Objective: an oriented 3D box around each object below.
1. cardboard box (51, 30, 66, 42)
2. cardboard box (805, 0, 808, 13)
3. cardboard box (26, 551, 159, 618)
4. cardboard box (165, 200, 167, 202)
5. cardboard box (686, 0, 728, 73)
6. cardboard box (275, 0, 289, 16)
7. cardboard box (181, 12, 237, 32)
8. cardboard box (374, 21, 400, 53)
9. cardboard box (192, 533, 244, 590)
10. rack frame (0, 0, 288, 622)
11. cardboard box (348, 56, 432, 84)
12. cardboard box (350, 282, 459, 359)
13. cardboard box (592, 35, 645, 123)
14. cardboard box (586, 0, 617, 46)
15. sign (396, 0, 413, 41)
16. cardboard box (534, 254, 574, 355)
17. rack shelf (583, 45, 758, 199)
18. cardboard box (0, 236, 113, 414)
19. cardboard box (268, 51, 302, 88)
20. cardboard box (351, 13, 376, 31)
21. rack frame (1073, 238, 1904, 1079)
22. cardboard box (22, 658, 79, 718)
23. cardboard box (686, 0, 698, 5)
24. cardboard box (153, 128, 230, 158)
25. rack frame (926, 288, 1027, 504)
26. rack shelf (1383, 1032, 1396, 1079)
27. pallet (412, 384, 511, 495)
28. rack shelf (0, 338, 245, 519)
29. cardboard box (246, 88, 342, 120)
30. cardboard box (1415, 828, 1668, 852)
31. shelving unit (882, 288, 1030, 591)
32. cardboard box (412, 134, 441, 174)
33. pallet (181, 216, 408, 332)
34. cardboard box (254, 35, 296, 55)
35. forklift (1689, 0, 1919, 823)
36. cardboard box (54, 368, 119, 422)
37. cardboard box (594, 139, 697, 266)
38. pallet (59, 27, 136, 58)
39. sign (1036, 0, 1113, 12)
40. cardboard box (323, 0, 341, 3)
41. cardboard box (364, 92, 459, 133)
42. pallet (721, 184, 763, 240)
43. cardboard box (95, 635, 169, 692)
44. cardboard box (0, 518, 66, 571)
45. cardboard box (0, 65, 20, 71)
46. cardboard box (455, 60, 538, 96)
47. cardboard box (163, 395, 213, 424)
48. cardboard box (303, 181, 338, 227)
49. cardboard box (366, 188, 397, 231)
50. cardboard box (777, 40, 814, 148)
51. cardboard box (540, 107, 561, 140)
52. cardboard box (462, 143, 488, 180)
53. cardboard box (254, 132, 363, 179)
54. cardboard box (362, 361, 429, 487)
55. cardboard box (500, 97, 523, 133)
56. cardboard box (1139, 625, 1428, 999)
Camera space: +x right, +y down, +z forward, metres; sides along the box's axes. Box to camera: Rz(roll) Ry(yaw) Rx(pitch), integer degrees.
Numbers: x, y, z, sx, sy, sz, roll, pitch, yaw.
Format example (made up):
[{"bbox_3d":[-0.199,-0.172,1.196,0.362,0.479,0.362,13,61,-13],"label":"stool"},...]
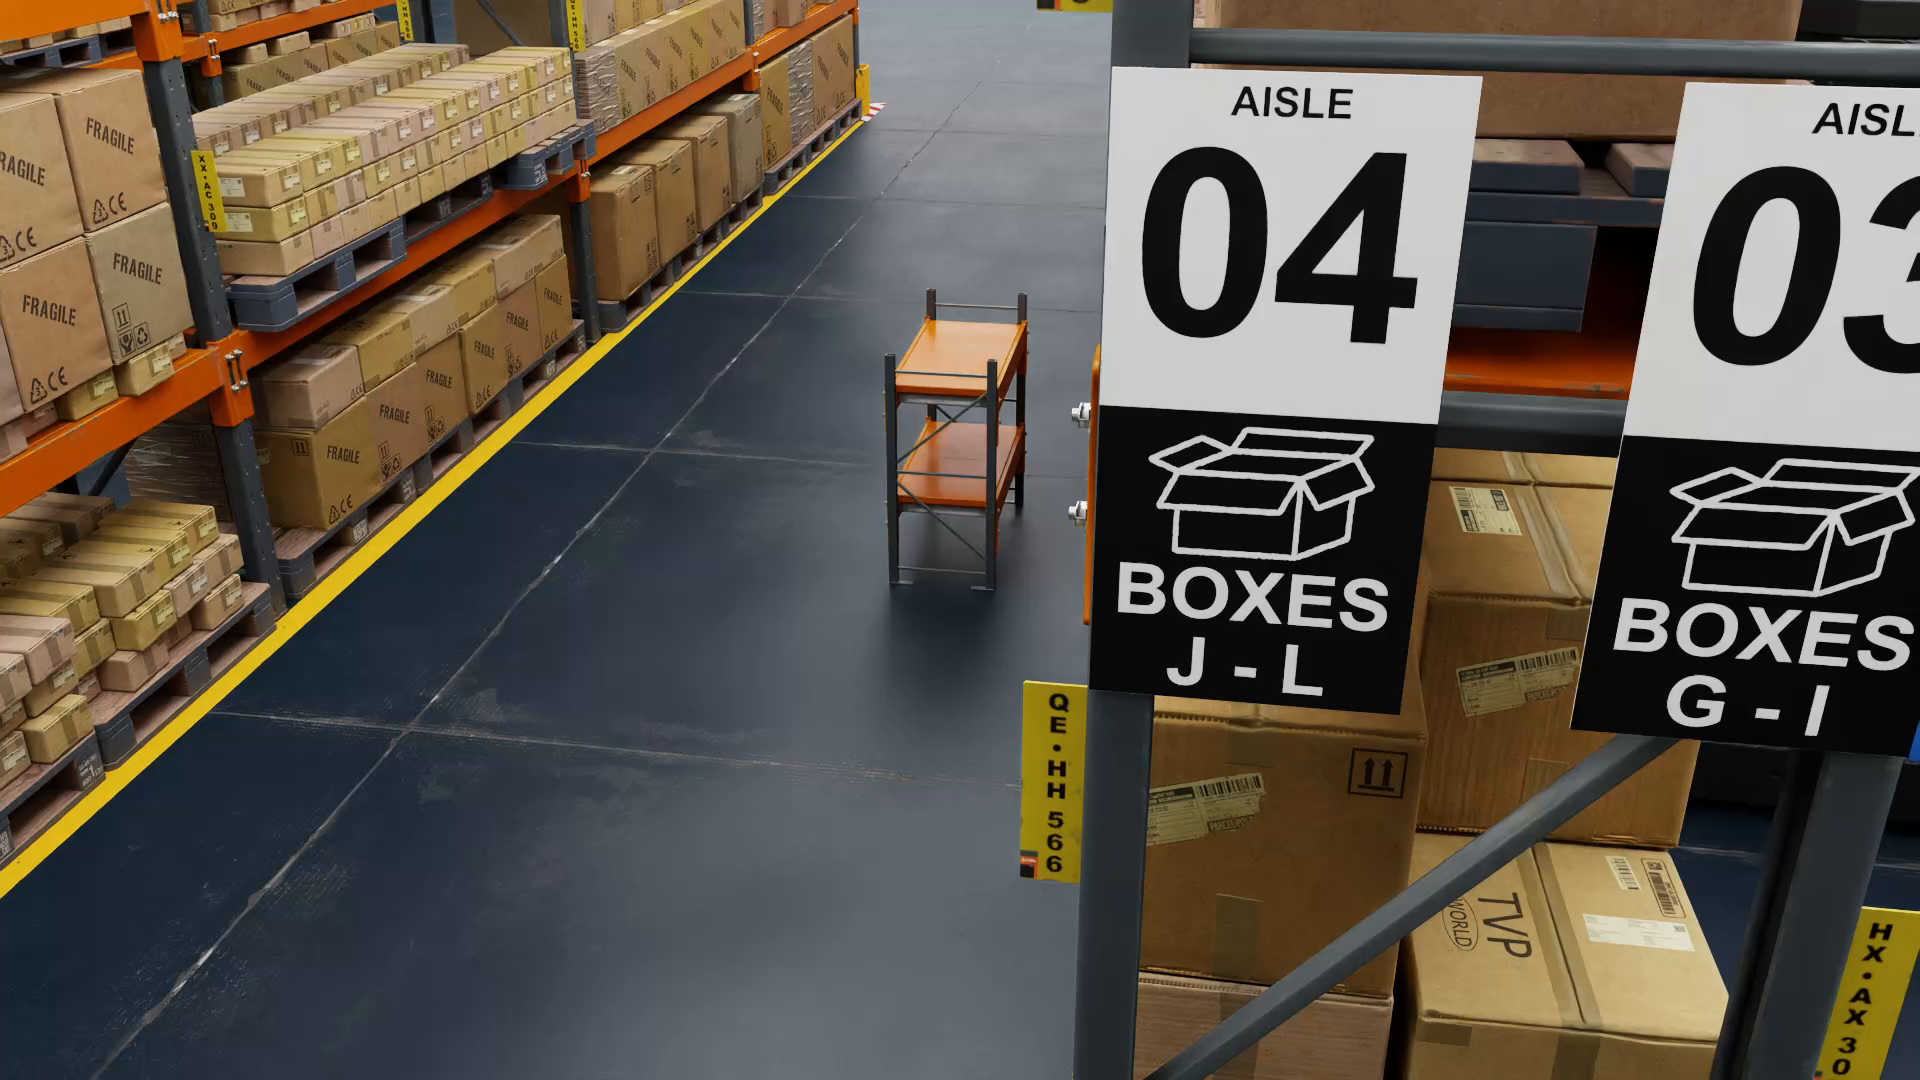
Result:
[{"bbox_3d":[-7.284,-4.000,13.058,0.380,0.149,0.250,3,25,7],"label":"cardboard box"},{"bbox_3d":[-1.938,-5.287,15.830,0.875,0.550,0.500,4,25,9],"label":"cardboard box"},{"bbox_3d":[-3.391,0.173,6.509,0.380,0.149,0.250,4,25,8],"label":"cardboard box"},{"bbox_3d":[-3.684,-1.431,7.219,0.380,0.149,0.250,5,26,10],"label":"cardboard box"},{"bbox_3d":[-2.151,-3.983,13.103,0.500,0.500,0.500,4,25,8],"label":"cardboard box"},{"bbox_3d":[-6.688,-5.119,15.945,0.380,0.149,0.250,4,25,8],"label":"cardboard box"},{"bbox_3d":[-6.778,-4.682,15.011,0.380,0.149,0.250,4,25,8],"label":"cardboard box"},{"bbox_3d":[-6.366,-5.291,17.879,0.500,0.500,0.500,4,25,9],"label":"cardboard box"},{"bbox_3d":[-3.292,0.080,7.057,0.380,0.149,0.250,5,25,10],"label":"cardboard box"},{"bbox_3d":[-3.554,-1.040,6.934,1.000,3.000,0.127,4,25,9],"label":"rack frame"},{"bbox_3d":[-3.253,-2.664,9.502,0.380,0.149,0.250,4,25,8],"label":"cardboard box"},{"bbox_3d":[-3.000,-1.164,8.768,0.500,0.250,0.500,5,26,11],"label":"cardboard box"},{"bbox_3d":[-2.480,-3.140,11.302,0.500,0.500,0.500,4,25,8],"label":"cardboard box"},{"bbox_3d":[-2.736,-3.610,11.126,0.700,0.500,0.500,4,25,8],"label":"cardboard box"},{"bbox_3d":[-3.448,-3.274,10.341,0.100,0.325,0.005,4,25,9],"label":"sign"},{"bbox_3d":[-2.750,-1.478,10.322,0.500,0.500,0.500,4,25,8],"label":"cardboard box"},{"bbox_3d":[-2.573,-3.224,12.447,1.077,0.370,4.000,4,25,9],"label":"rack shelf"},{"bbox_3d":[-3.440,-0.781,5.911,0.500,0.500,0.500,3,25,7],"label":"cardboard box"},{"bbox_3d":[-6.708,-4.424,16.026,0.500,0.500,0.500,5,26,11],"label":"cardboard box"},{"bbox_3d":[-6.360,-5.426,17.403,0.380,0.149,0.250,5,26,10],"label":"cardboard box"},{"bbox_3d":[0.669,1.019,2.535,1.000,3.000,0.127,4,25,9],"label":"rack frame"},{"bbox_3d":[-3.510,0.513,6.132,0.380,0.149,0.250,5,25,10],"label":"cardboard box"},{"bbox_3d":[-2.404,-4.461,12.944,0.700,0.500,0.500,4,25,8],"label":"cardboard box"},{"bbox_3d":[-3.594,-1.788,7.630,0.380,0.149,0.250,3,25,7],"label":"cardboard box"},{"bbox_3d":[0.082,-0.719,8.460,0.500,1.125,0.032,4,25,9],"label":"rack frame"},{"bbox_3d":[0.996,0.508,4.475,1.077,0.370,4.000,4,25,9],"label":"rack shelf"},{"bbox_3d":[-3.231,-0.615,9.314,1.003,0.211,1.213,4,25,9],"label":"pallet"},{"bbox_3d":[-3.881,0.122,5.299,1.077,0.370,4.000,4,25,9],"label":"rack shelf"},{"bbox_3d":[-3.424,-2.225,8.565,0.380,0.149,0.250,4,25,8],"label":"cardboard box"},{"bbox_3d":[1.092,0.552,3.358,0.500,0.250,0.500,4,25,8],"label":"cardboard box"},{"bbox_3d":[-0.001,-0.507,8.005,0.538,1.125,1.048,4,25,9],"label":"shelving unit"},{"bbox_3d":[-2.826,-1.933,8.292,0.380,0.149,0.250,4,25,8],"label":"cardboard box"},{"bbox_3d":[-3.285,-1.263,7.636,1.003,0.211,1.213,4,25,9],"label":"pallet"},{"bbox_3d":[-6.622,-4.756,15.971,0.380,0.149,0.250,5,26,11],"label":"cardboard box"},{"bbox_3d":[3.386,-0.913,6.743,1.130,2.935,3.031,5,26,11],"label":"forklift"},{"bbox_3d":[-3.407,-0.568,6.221,0.380,0.149,0.250,5,26,11],"label":"cardboard box"},{"bbox_3d":[-2.572,-2.499,12.208,1.050,0.750,0.750,4,25,9],"label":"cardboard box"},{"bbox_3d":[-7.415,-4.290,14.103,1.003,0.211,1.213,4,25,9],"label":"pallet"},{"bbox_3d":[0.136,-0.748,1.821,0.100,0.325,0.005,4,25,9],"label":"sign"},{"bbox_3d":[-6.483,-5.535,16.832,0.380,0.149,0.250,4,25,8],"label":"cardboard box"},{"bbox_3d":[-2.785,-2.173,8.452,0.380,0.149,0.250,5,26,10],"label":"cardboard box"},{"bbox_3d":[-2.298,-2.795,13.972,1.003,0.211,1.213,4,25,9],"label":"pallet"},{"bbox_3d":[-3.386,0.466,6.583,0.380,0.149,0.250,3,25,7],"label":"cardboard box"},{"bbox_3d":[-3.918,0.032,6.808,0.380,0.149,0.250,5,26,11],"label":"cardboard box"},{"bbox_3d":[-3.868,-1.501,6.270,0.500,0.500,0.500,5,25,10],"label":"cardboard box"},{"bbox_3d":[-2.614,-2.608,9.382,0.380,0.149,0.250,5,26,10],"label":"cardboard box"},{"bbox_3d":[-3.682,-0.767,7.918,0.500,0.250,0.500,3,25,7],"label":"cardboard box"},{"bbox_3d":[-2.995,-1.493,7.350,0.380,0.149,0.250,4,25,7],"label":"cardboard box"},{"bbox_3d":[-2.909,-1.575,7.877,0.380,0.149,0.250,4,25,9],"label":"cardboard box"},{"bbox_3d":[-1.931,-4.249,15.801,0.875,0.875,0.875,4,25,9],"label":"cardboard box"},{"bbox_3d":[-2.570,-2.447,9.741,0.380,0.149,0.250,4,25,8],"label":"cardboard box"},{"bbox_3d":[-2.742,-2.015,8.818,0.380,0.149,0.250,5,26,10],"label":"cardboard box"},{"bbox_3d":[-2.952,-1.743,7.534,0.380,0.149,0.250,4,25,9],"label":"cardboard box"},{"bbox_3d":[-3.087,-0.610,8.468,0.500,0.500,0.500,5,26,11],"label":"cardboard box"},{"bbox_3d":[-2.655,-2.359,9.202,0.380,0.149,0.250,4,25,9],"label":"cardboard box"},{"bbox_3d":[0.490,0.390,2.819,0.500,0.500,0.500,4,25,9],"label":"cardboard box"}]
